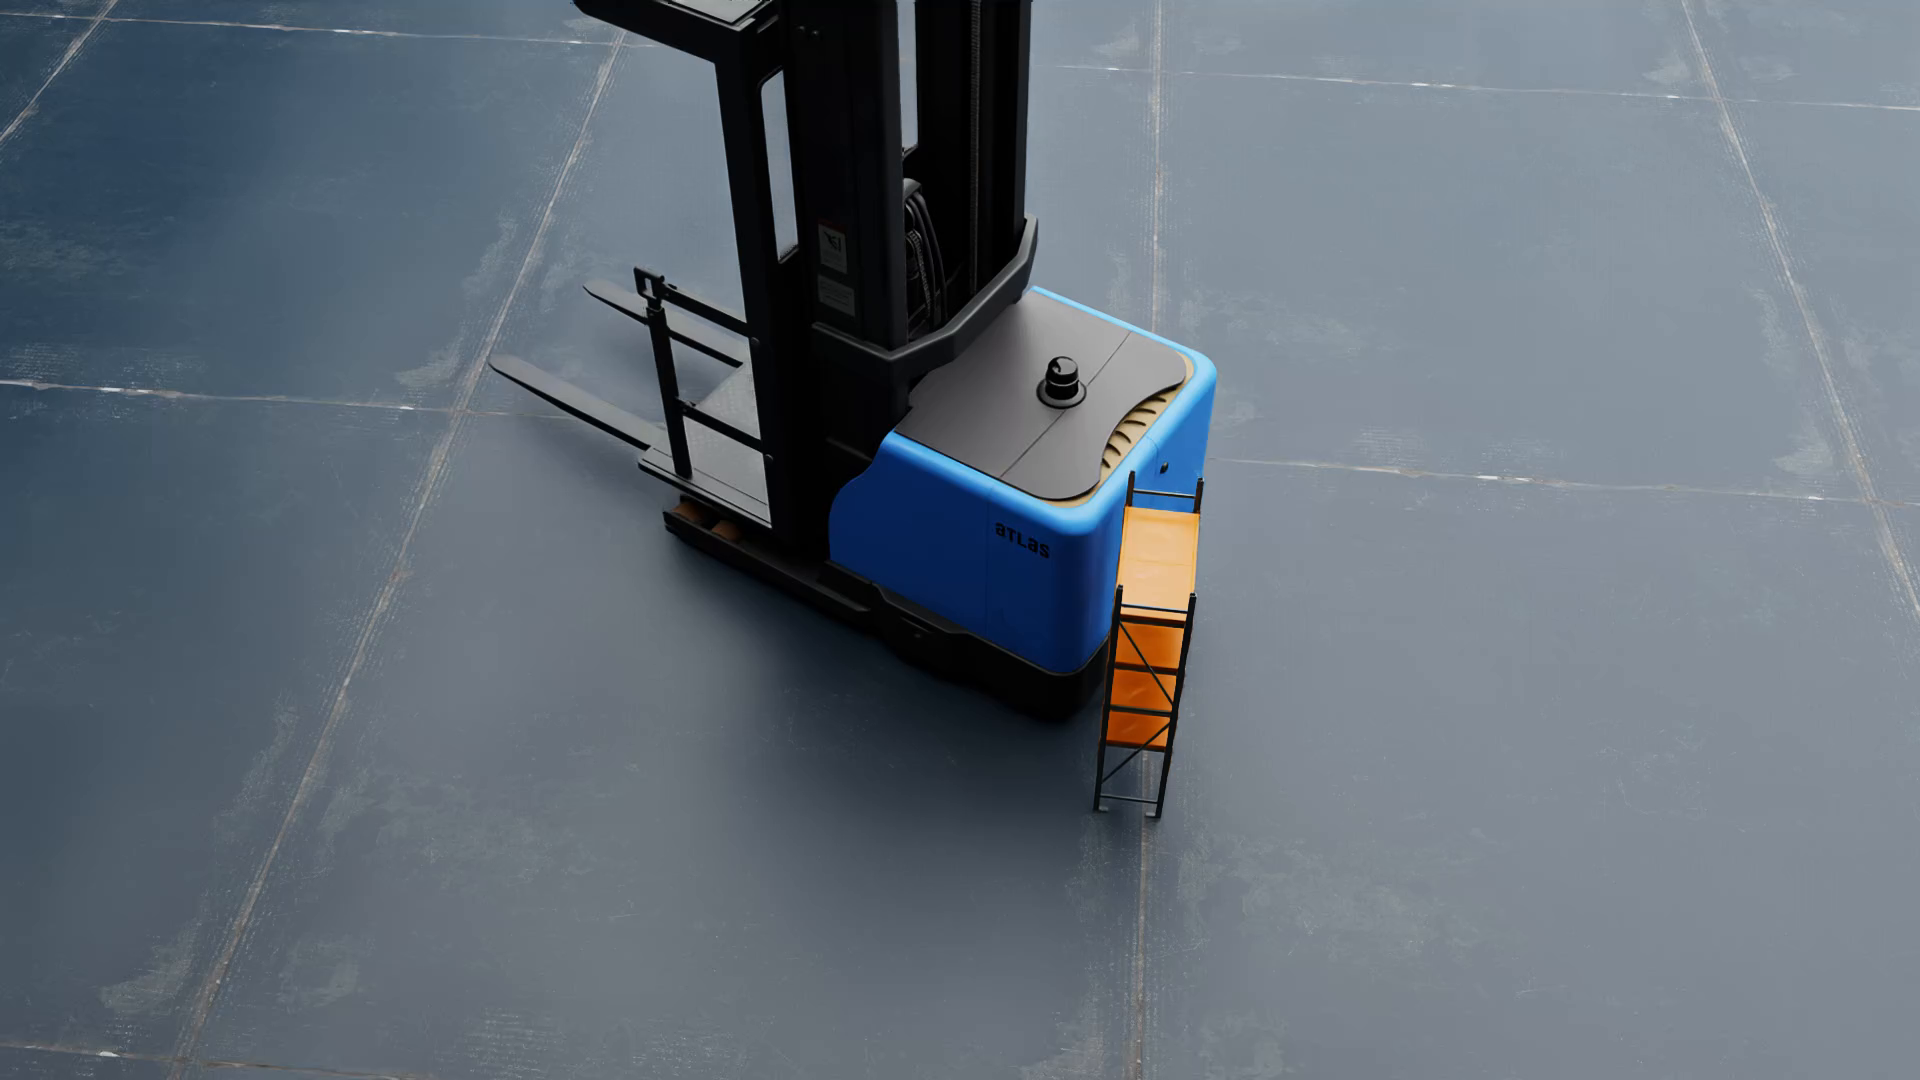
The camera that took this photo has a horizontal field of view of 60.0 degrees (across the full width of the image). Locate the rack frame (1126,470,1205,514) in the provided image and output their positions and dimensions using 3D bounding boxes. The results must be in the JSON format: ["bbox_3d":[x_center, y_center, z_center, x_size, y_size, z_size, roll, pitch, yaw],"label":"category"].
[{"bbox_3d":[0.660,0.200,5.754,0.240,1.200,0.015,6,48,6],"label":"rack frame"}]

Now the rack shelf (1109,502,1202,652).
[{"bbox_3d":[0.625,0.113,5.301,0.258,0.148,0.480,6,48,6],"label":"rack shelf"}]

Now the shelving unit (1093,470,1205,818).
[{"bbox_3d":[0.625,0.378,5.591,0.258,1.200,0.503,6,48,6],"label":"shelving unit"}]

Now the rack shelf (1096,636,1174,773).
[{"bbox_3d":[0.625,0.558,5.787,0.258,0.148,0.480,6,48,6],"label":"rack shelf"}]

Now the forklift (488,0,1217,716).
[{"bbox_3d":[-0.586,-1.202,5.863,3.031,2.935,1.130,26,53,22],"label":"forklift"}]

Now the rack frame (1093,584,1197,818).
[{"bbox_3d":[0.590,0.556,5.428,0.240,1.200,0.015,6,48,6],"label":"rack frame"}]

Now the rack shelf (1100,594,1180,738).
[{"bbox_3d":[0.625,0.424,5.641,0.258,0.148,0.480,6,48,6],"label":"rack shelf"}]

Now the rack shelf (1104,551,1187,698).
[{"bbox_3d":[0.625,0.273,5.476,0.258,0.148,0.480,6,48,6],"label":"rack shelf"}]
